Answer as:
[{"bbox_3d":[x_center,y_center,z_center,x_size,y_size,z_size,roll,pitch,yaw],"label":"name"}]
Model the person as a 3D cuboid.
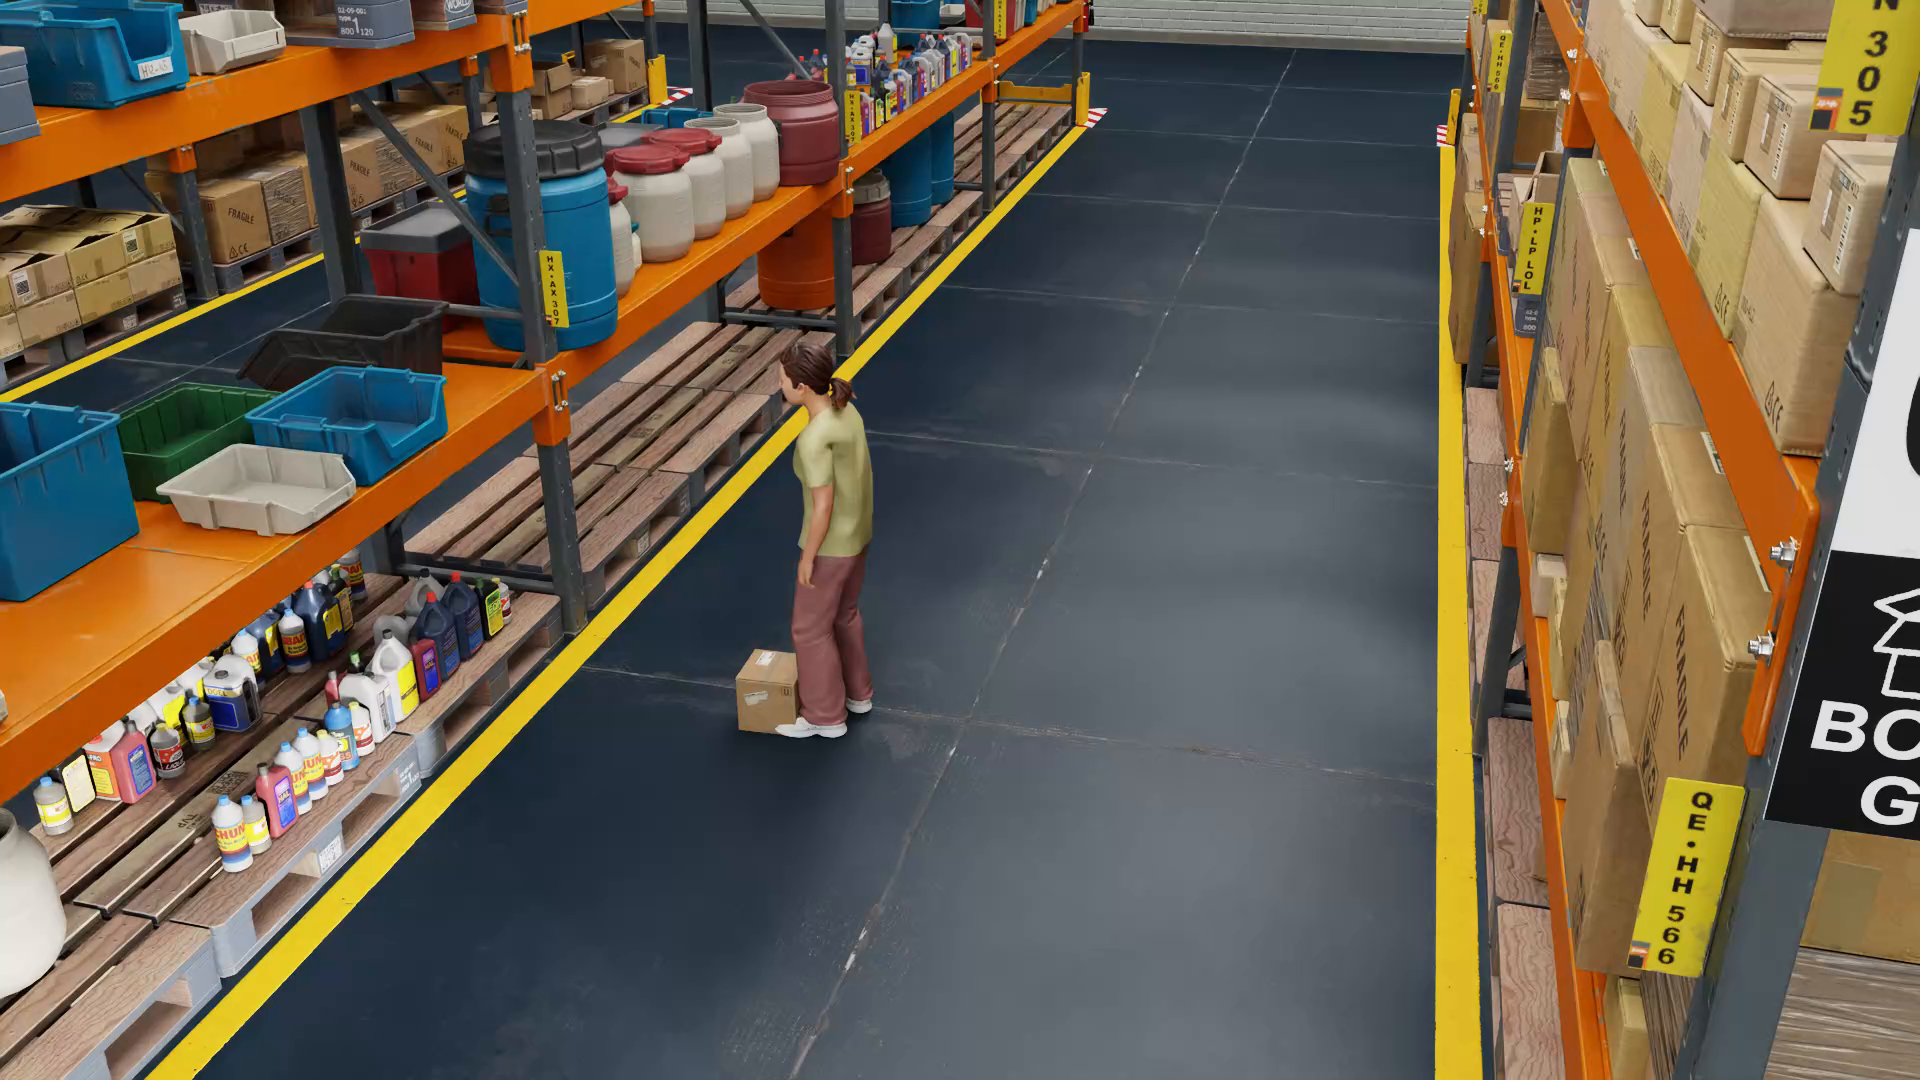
[{"bbox_3d":[-0.550,0.010,6.590,0.405,1.673,0.499,7,26,13],"label":"person"}]
